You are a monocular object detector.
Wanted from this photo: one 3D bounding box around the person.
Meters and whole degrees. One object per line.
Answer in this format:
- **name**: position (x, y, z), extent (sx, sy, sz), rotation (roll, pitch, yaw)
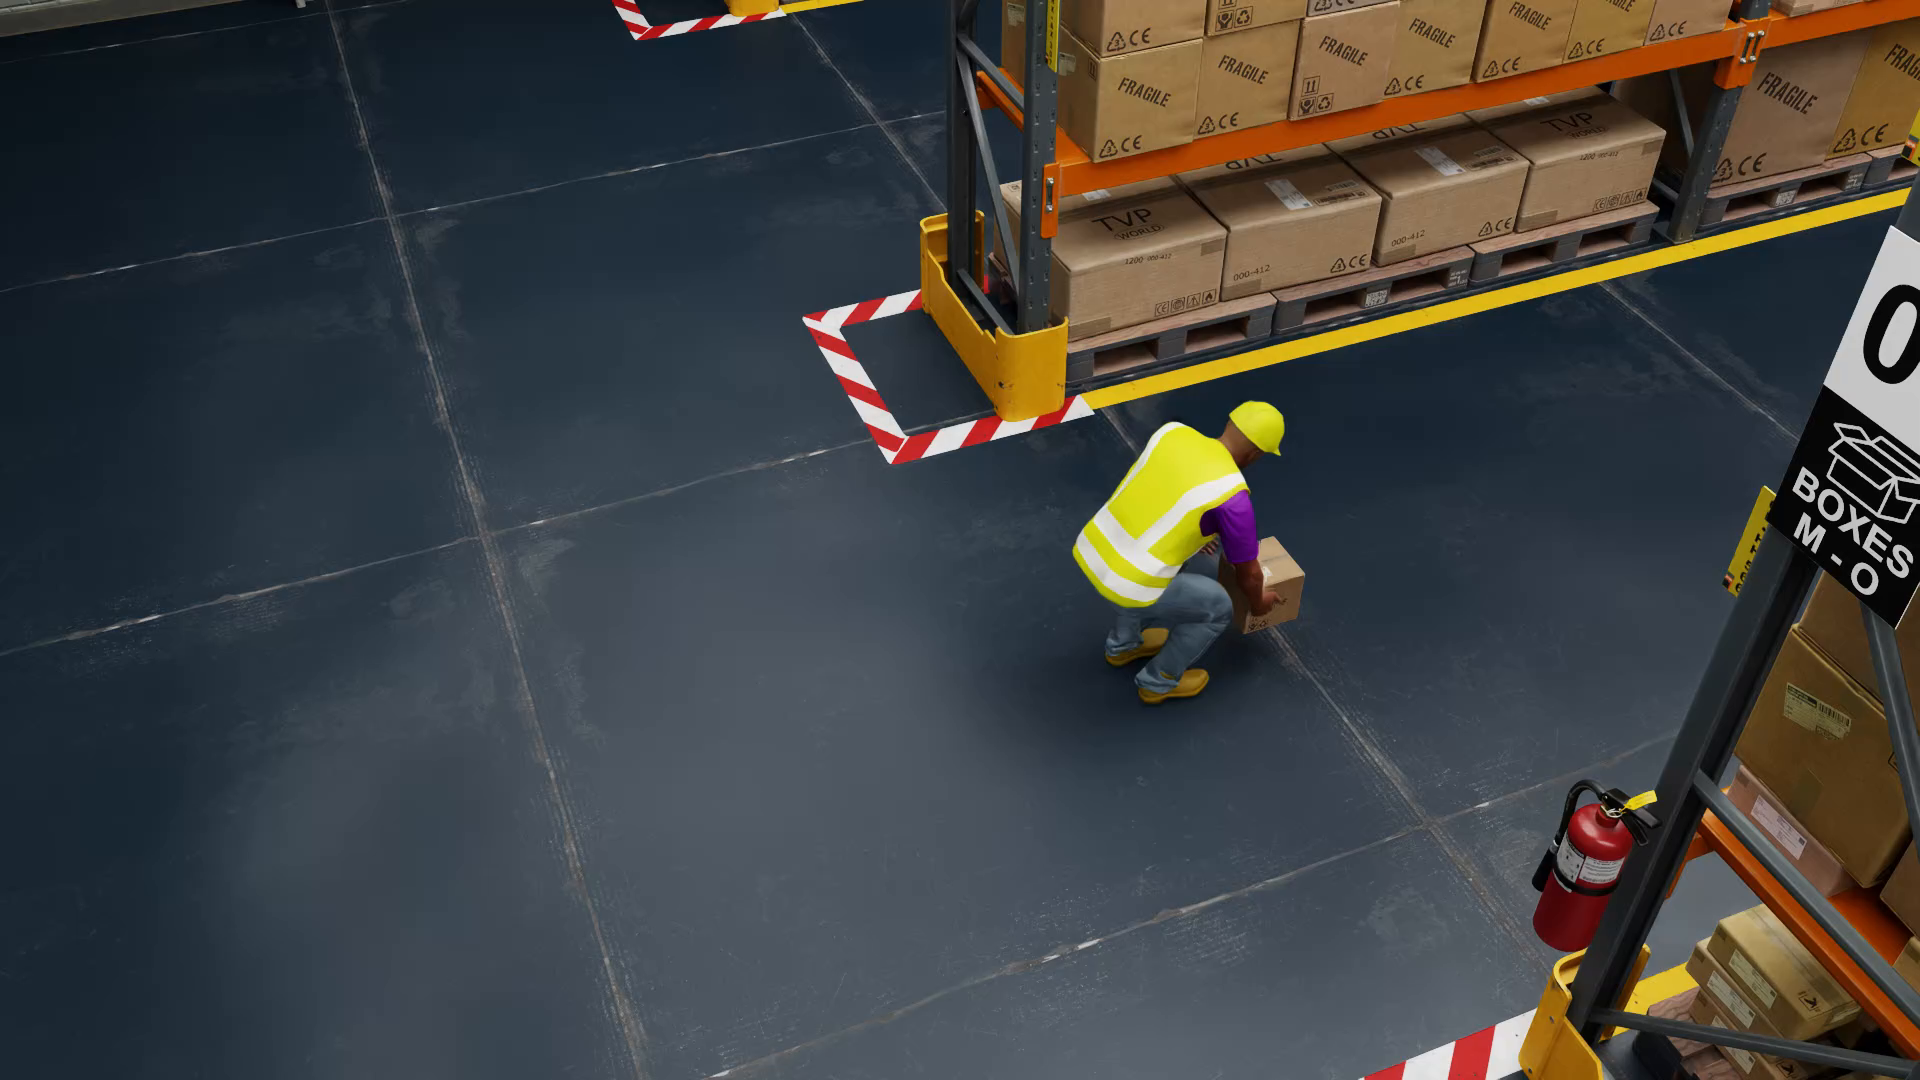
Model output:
- **person**: position (0.840, 0.036, 6.504), extent (0.831, 1.233, 0.623), rotation (-15, 44, -17)
